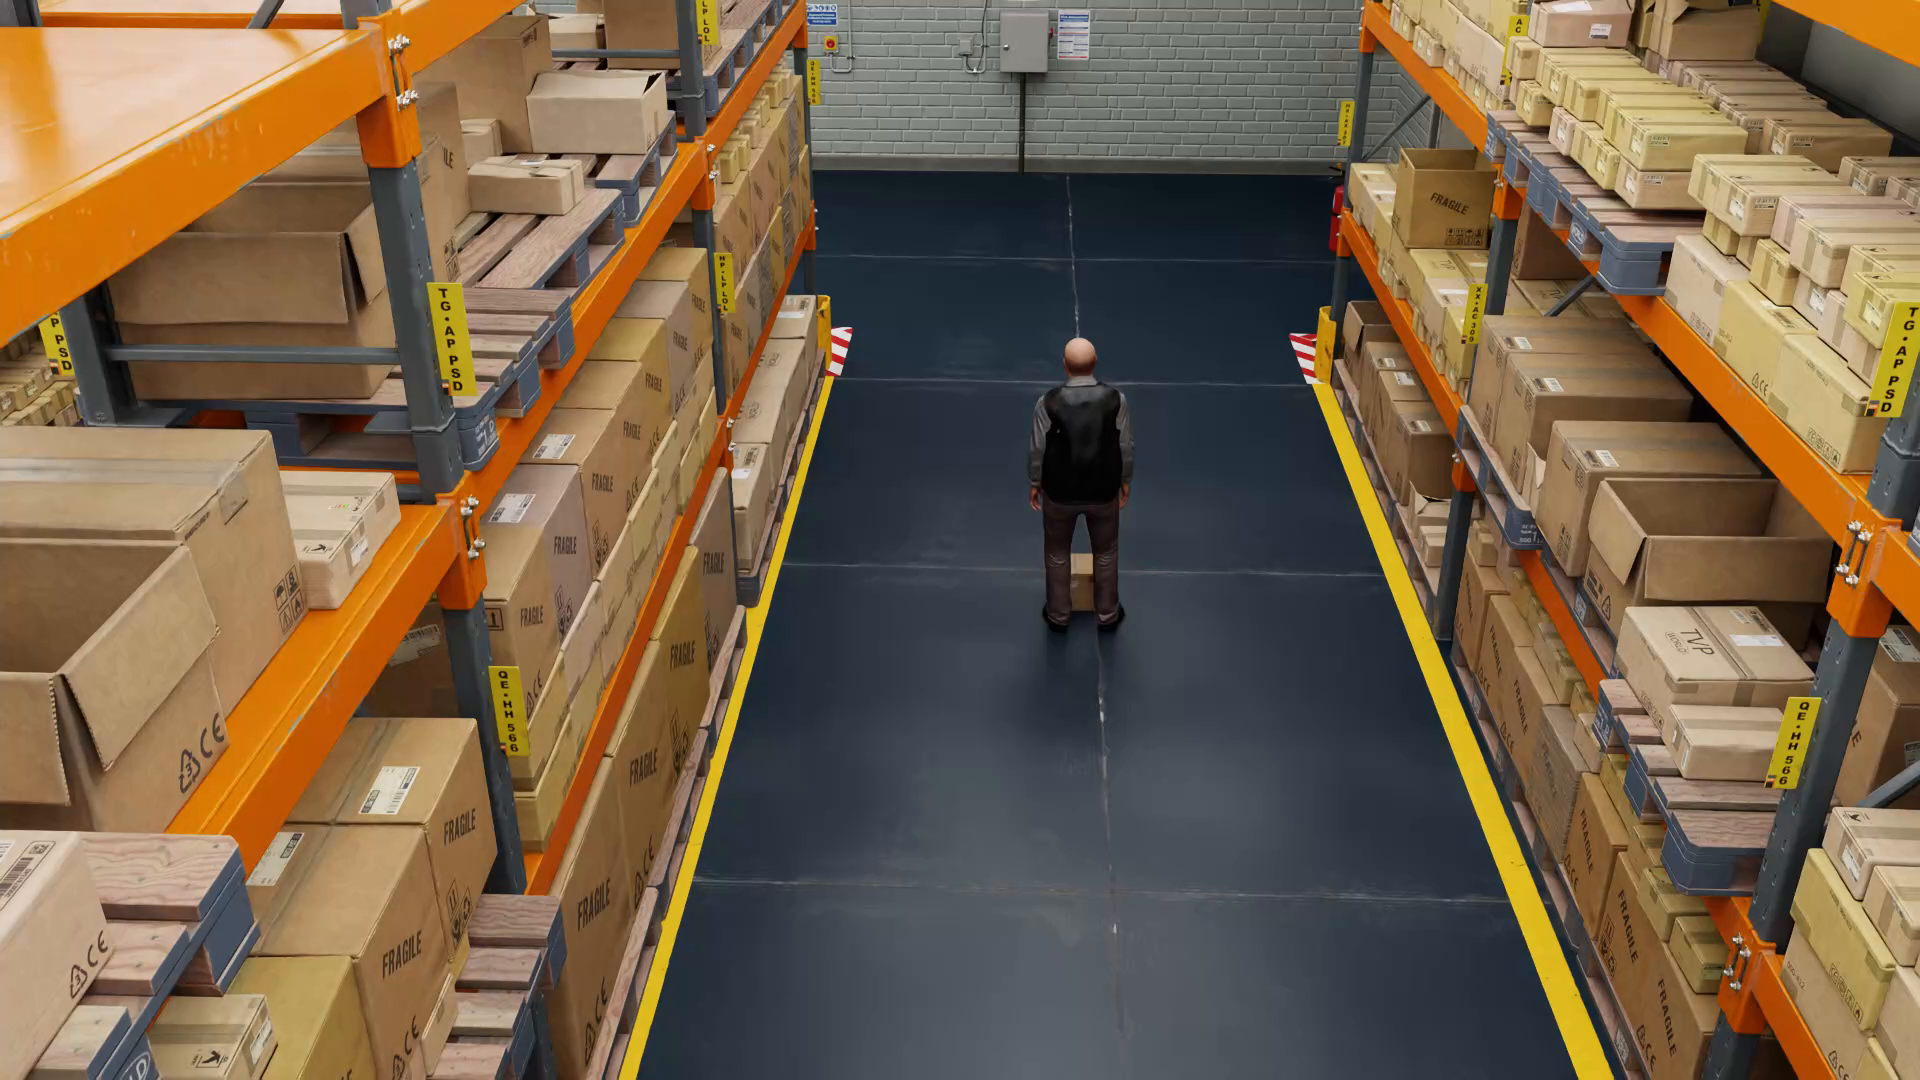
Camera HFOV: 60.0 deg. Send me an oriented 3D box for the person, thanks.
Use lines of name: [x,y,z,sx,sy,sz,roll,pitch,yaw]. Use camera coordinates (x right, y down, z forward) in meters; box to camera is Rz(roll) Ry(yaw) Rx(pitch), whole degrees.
person: [0.664,-0.282,9.184,0.590,1.720,0.376,-1,28,-1]
